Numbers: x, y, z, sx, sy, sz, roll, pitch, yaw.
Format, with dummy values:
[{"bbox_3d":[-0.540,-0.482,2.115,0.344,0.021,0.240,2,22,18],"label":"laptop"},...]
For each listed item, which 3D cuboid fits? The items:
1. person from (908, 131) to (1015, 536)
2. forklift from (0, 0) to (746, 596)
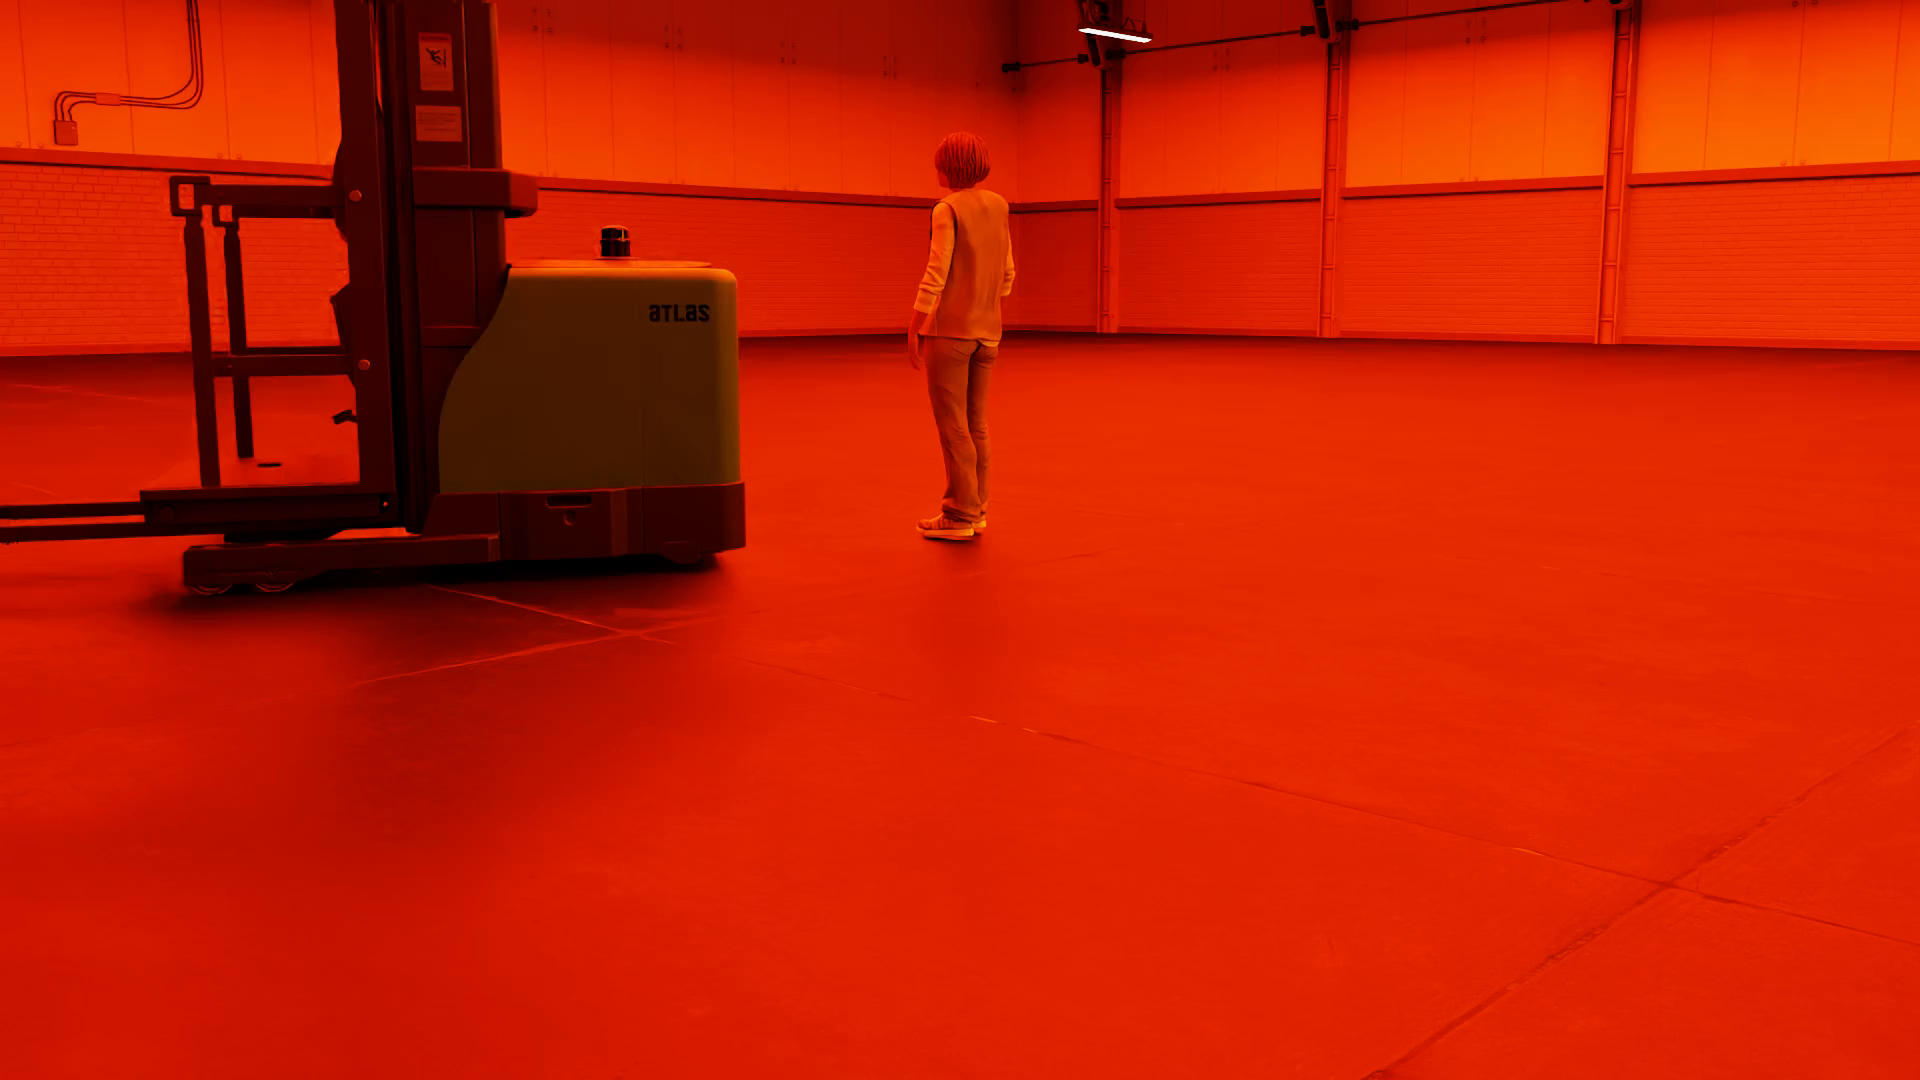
[{"bbox_3d":[-0.043,-0.806,6.658,0.474,1.598,0.519,8,12,43],"label":"person"},{"bbox_3d":[-2.359,-1.353,5.861,3.031,2.935,1.130,-3,9,-17],"label":"forklift"}]
